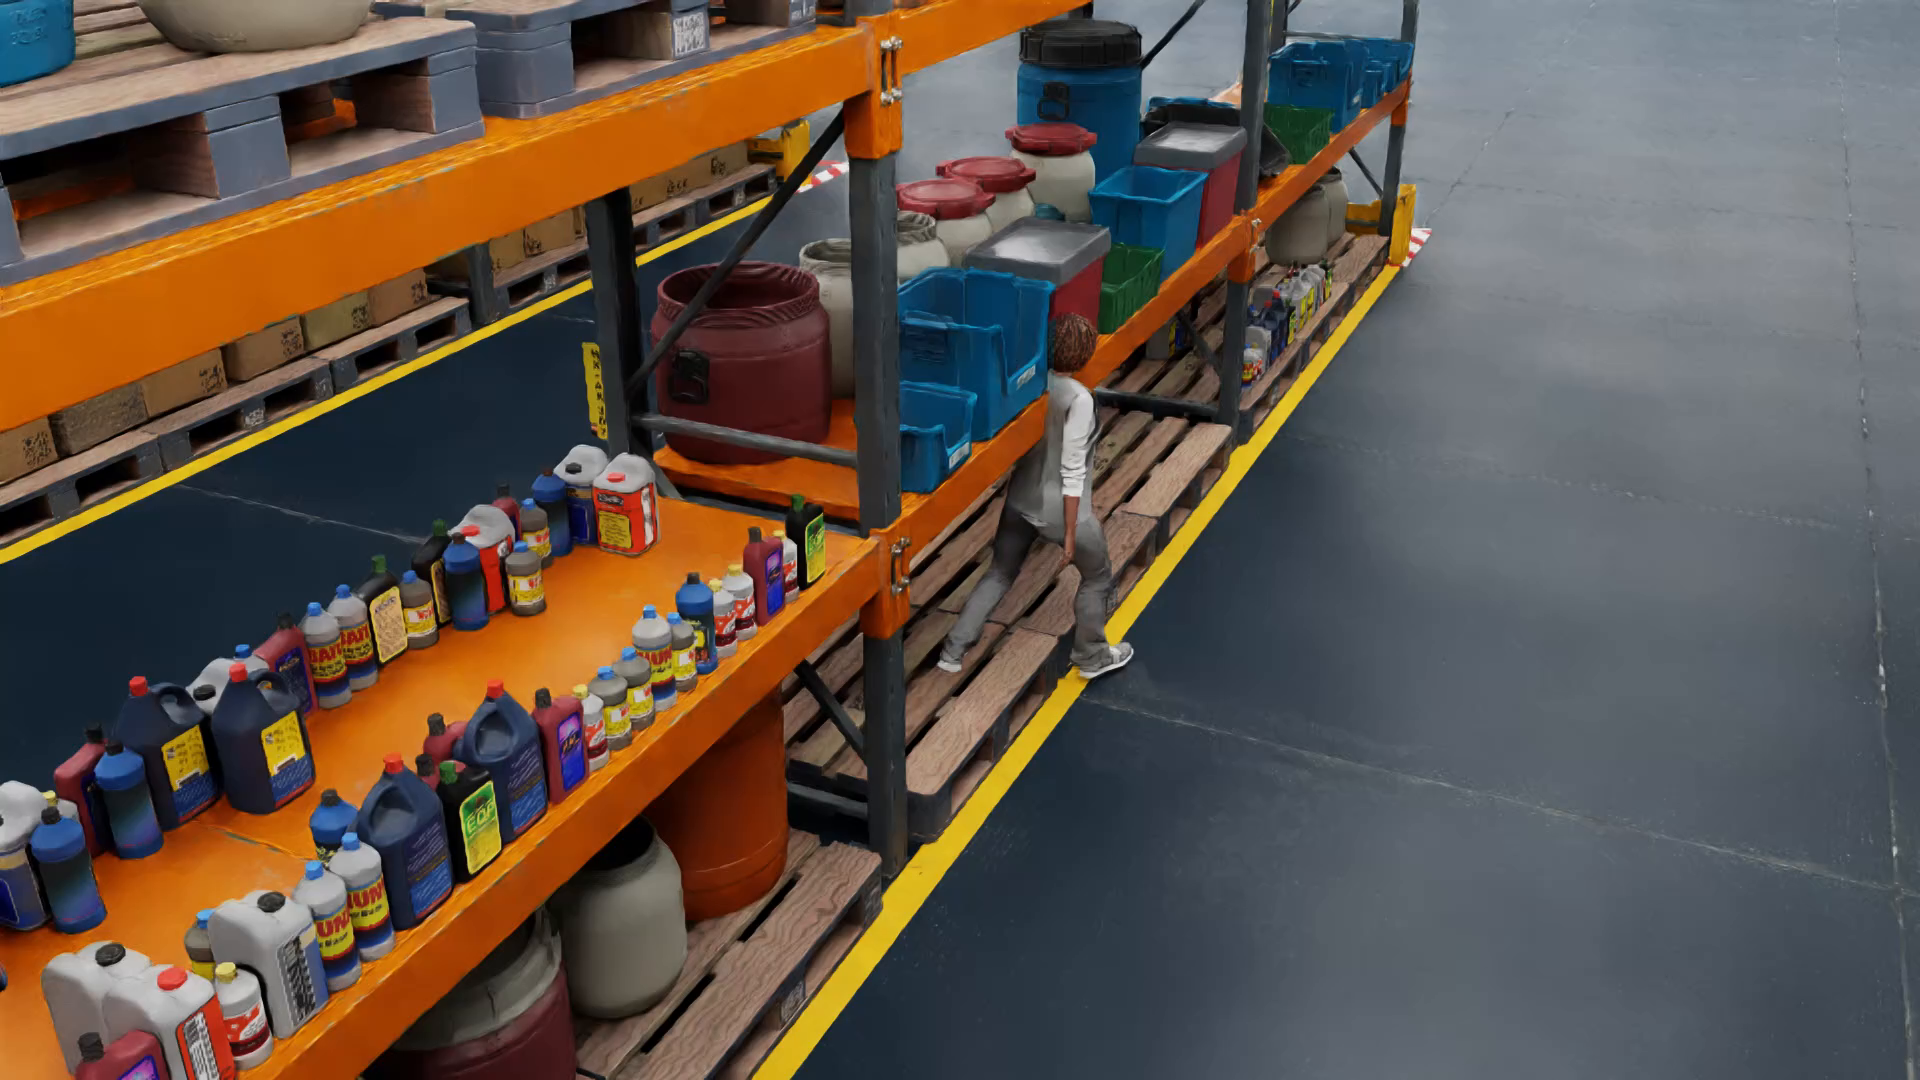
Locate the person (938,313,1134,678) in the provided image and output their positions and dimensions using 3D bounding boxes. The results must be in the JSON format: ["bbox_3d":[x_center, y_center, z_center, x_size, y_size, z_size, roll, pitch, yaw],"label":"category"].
[{"bbox_3d":[0.299,-0.112,6.393,0.879,1.545,0.457,-23,34,-38],"label":"person"}]
